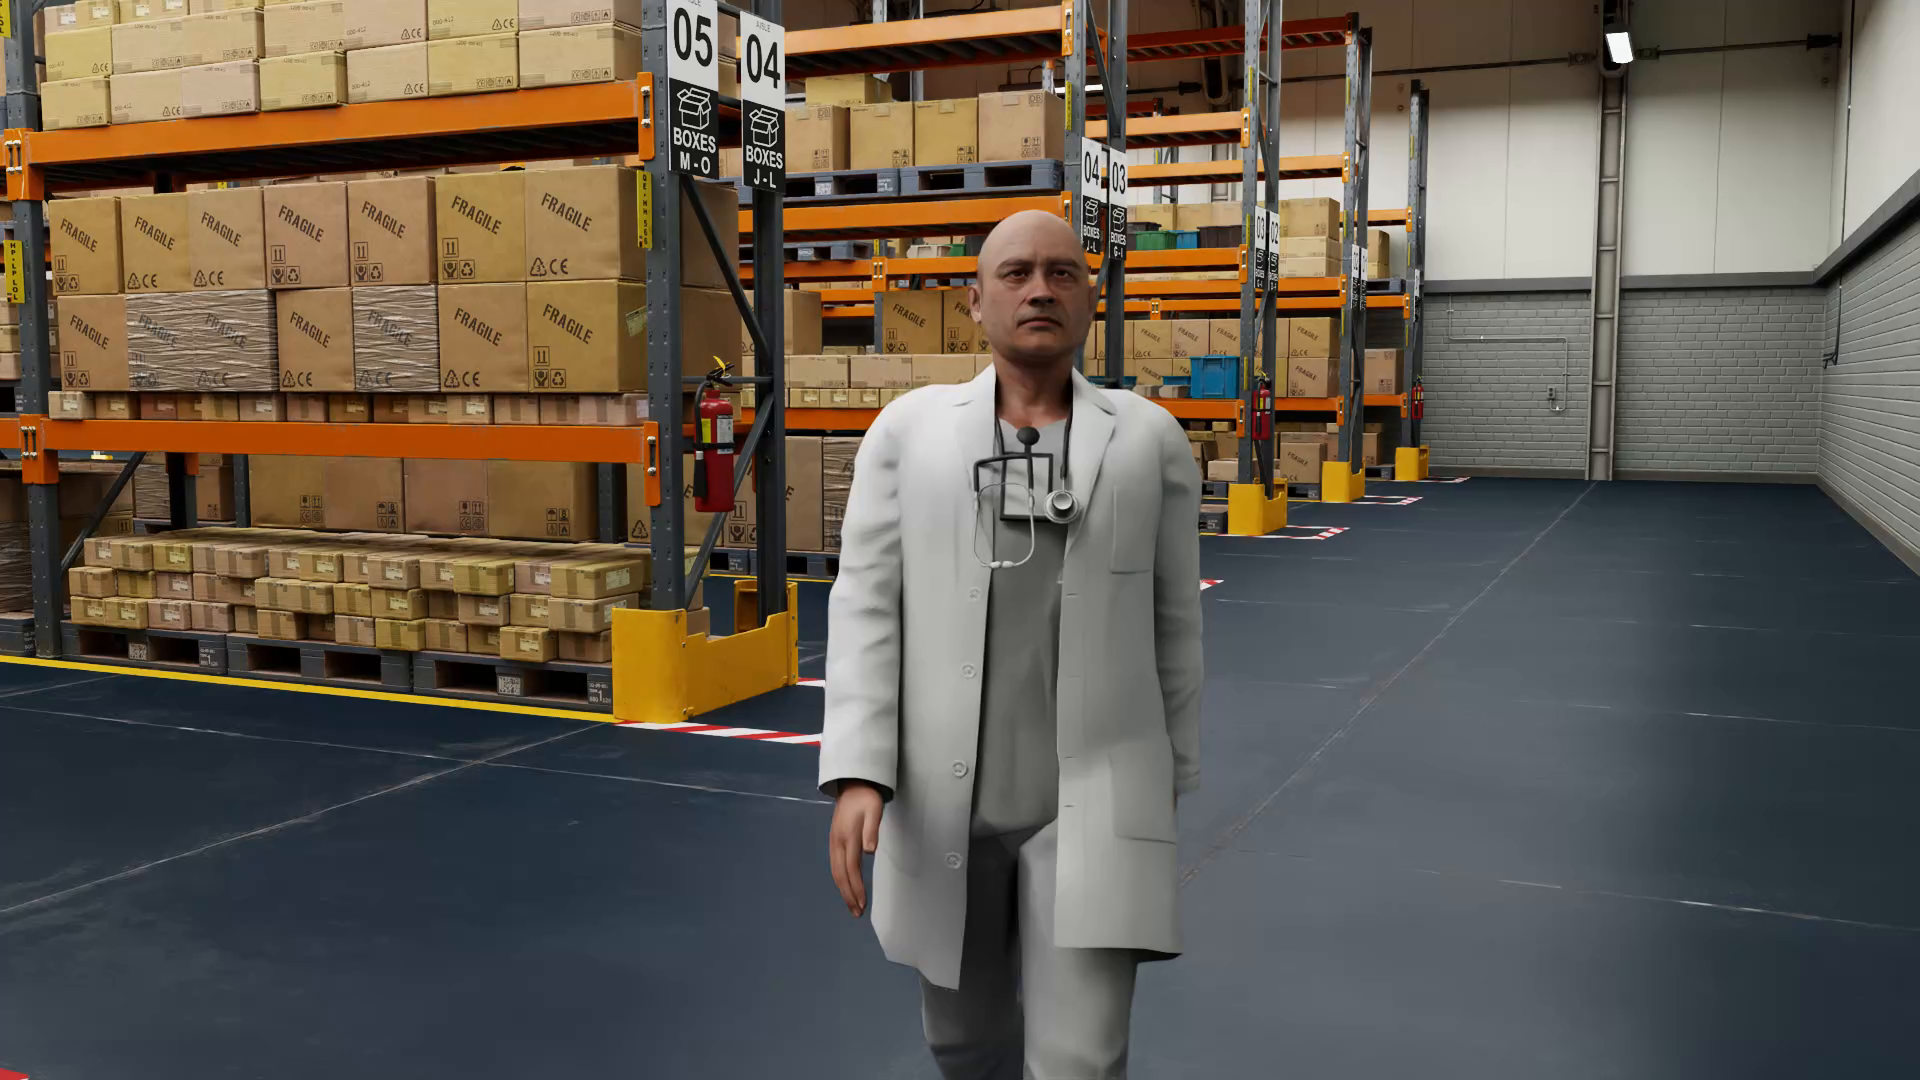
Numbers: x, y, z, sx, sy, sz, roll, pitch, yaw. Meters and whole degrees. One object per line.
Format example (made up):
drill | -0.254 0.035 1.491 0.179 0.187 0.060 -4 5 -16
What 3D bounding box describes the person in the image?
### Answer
person | 0.083 0.377 2.518 0.567 1.736 1.084 1 5 7
